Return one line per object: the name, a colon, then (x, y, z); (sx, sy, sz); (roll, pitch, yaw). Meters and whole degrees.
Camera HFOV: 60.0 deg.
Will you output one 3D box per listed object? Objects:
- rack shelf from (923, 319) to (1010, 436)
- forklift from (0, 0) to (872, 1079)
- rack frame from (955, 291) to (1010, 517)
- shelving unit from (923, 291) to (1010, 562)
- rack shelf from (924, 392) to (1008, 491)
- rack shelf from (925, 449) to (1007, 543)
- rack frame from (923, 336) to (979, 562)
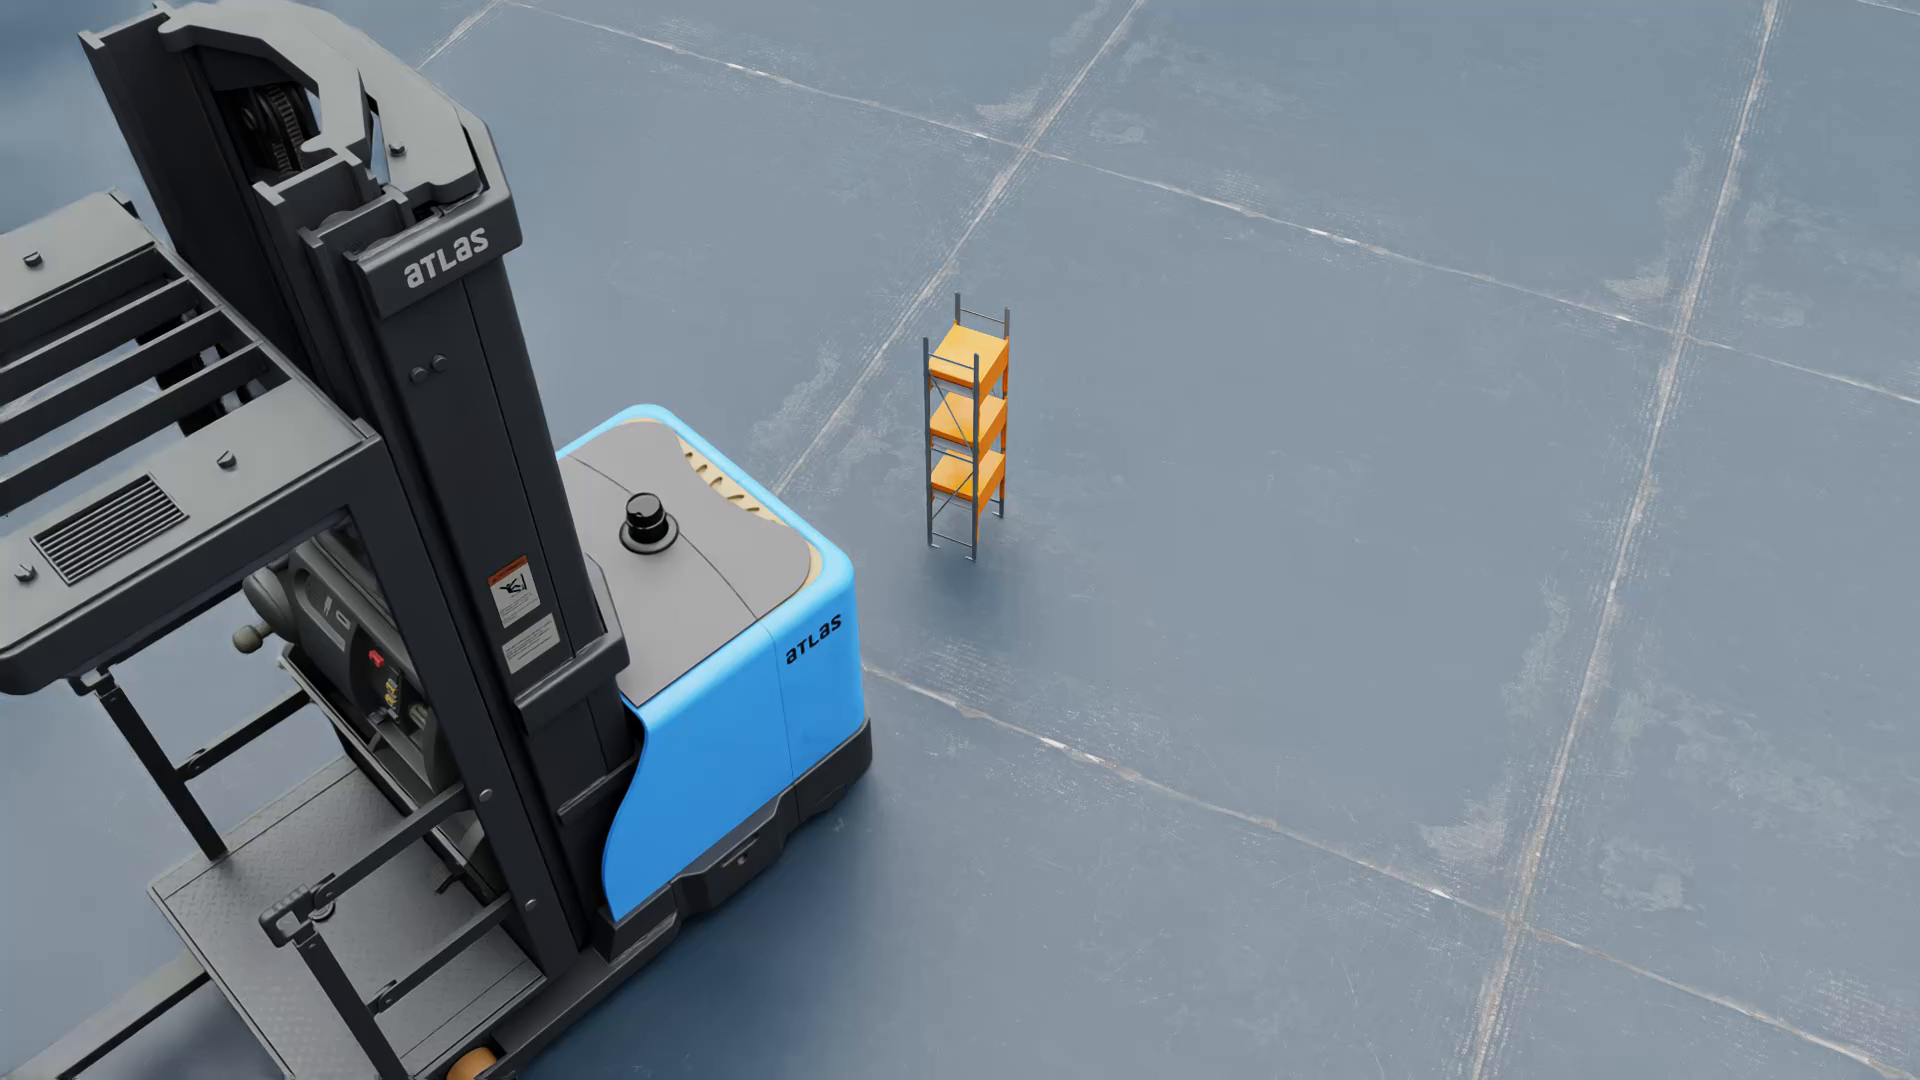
rack shelf: (0.023, -0.554, 5.673); (0.215, 0.259, 0.240); (20, 52, 16)
forklift: (-1.693, 0.343, 4.034); (3.031, 2.935, 1.130); (-37, 59, -27)
rack frame: (0.075, -0.461, 5.953); (0.200, 1.050, 0.008); (20, 52, 16)
shelving unit: (0.023, -0.377, 5.882); (0.215, 1.050, 0.252); (20, 52, 16)
rack shelf: (0.023, -0.370, 5.890); (0.215, 0.259, 0.240); (20, 52, 16)
rack shelf: (0.023, -0.190, 6.101); (0.215, 0.259, 0.240); (20, 52, 16)
rack frame: (-0.029, -0.293, 5.810); (0.200, 1.050, 0.008); (20, 52, 16)
